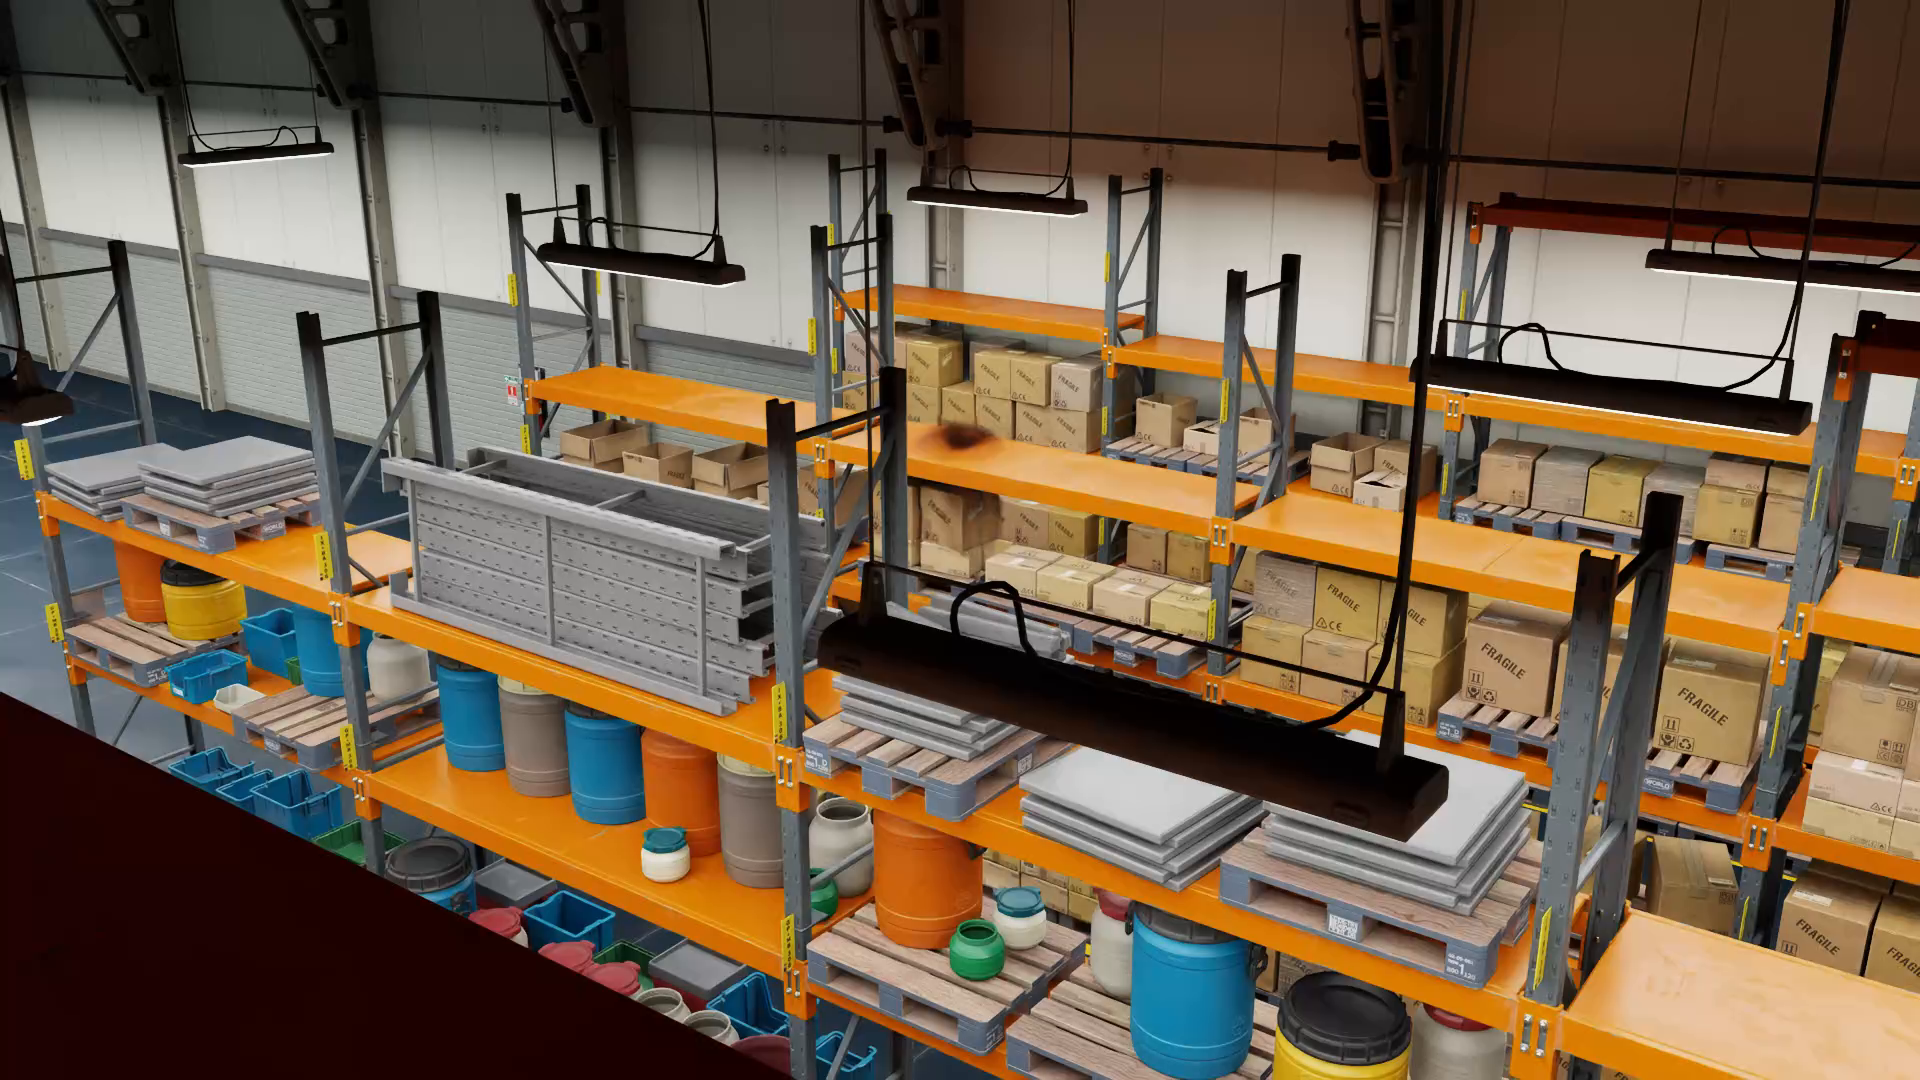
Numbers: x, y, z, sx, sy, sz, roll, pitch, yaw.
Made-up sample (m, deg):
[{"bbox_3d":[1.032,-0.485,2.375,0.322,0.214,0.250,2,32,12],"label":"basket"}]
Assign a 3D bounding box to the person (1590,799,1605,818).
[{"bbox_3d":[5.377,2.641,14.460,0.507,1.794,0.566,-15,24,-39],"label":"person"}]
